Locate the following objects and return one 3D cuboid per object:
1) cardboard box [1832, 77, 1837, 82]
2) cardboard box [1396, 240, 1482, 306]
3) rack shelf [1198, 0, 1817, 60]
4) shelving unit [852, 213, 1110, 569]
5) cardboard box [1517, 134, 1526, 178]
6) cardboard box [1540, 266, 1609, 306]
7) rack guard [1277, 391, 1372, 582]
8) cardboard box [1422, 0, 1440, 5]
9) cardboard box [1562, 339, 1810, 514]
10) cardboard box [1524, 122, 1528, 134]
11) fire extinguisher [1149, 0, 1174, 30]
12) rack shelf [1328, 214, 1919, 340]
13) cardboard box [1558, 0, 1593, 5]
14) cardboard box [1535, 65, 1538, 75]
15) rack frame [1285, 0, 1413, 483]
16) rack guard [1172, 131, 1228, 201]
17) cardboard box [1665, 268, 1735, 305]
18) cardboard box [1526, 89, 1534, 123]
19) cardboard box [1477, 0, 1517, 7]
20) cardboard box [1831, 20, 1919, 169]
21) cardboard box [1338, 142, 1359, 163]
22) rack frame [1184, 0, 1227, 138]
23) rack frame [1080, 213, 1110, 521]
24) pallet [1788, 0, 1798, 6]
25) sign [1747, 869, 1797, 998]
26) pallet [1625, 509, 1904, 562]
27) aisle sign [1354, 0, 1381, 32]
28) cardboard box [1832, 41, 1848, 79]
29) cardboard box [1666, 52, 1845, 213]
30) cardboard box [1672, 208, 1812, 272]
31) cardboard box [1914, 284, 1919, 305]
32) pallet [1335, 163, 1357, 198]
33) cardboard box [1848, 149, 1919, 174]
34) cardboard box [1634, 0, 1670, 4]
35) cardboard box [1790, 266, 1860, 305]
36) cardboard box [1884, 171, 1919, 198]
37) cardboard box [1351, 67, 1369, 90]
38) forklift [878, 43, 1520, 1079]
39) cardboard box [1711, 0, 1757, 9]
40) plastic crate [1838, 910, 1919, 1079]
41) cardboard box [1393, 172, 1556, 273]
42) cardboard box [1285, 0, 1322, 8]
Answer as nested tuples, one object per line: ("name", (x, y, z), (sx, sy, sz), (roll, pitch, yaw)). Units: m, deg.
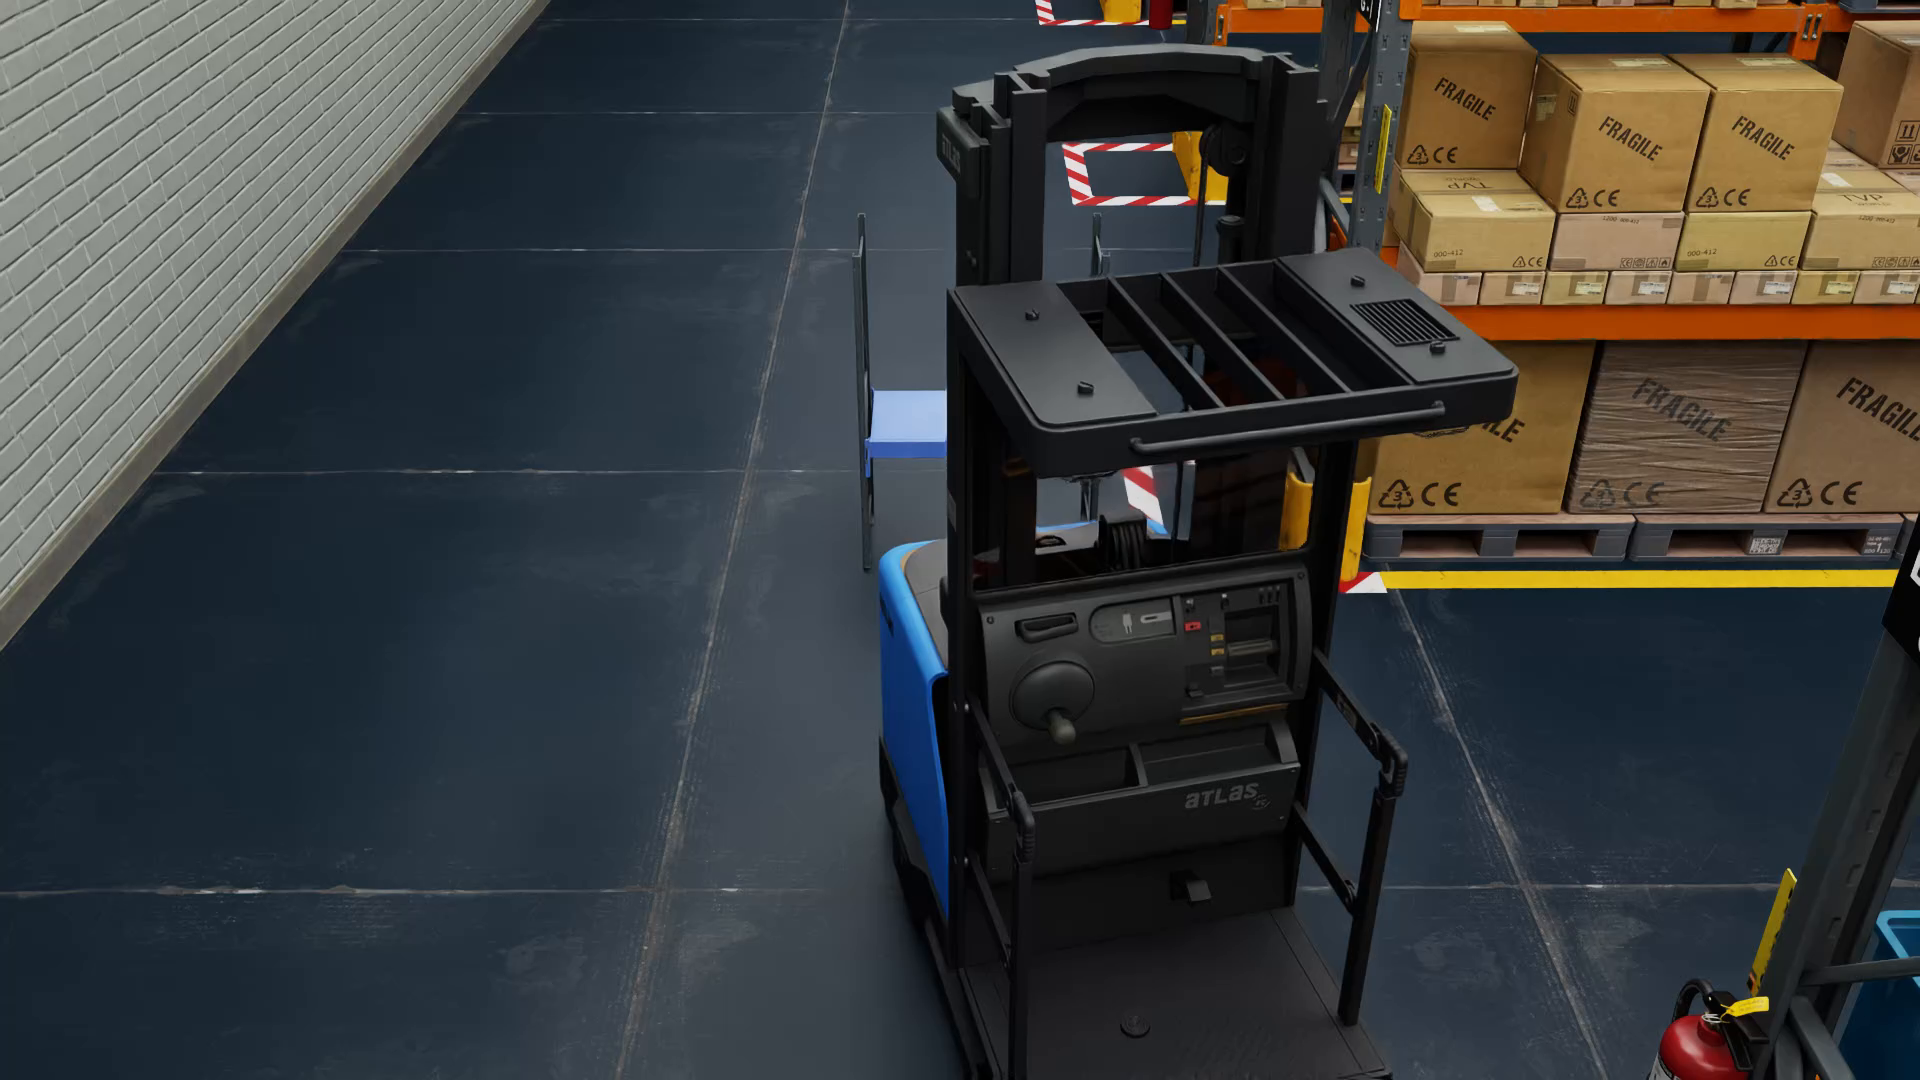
("cardboard box", (6.450, -2.958, 11.739), (0.500, 0.500, 0.500), (1, 31, 2))
("cardboard box", (1.995, -1.119, 6.945), (0.250, 0.149, 0.380), (0, 31, 0))
("rack shelf", (3.710, -3.669, 11.598), (4.000, 0.370, 1.077), (0, 31, 0))
("shelving unit", (0.085, -0.641, 7.361), (1.048, 1.500, 0.538), (0, 31, 0))
("cardboard box", (2.629, -1.600, 7.354), (0.500, 0.250, 0.500), (-1, 31, -1))
("cardboard box", (2.508, -1.122, 6.950), (0.250, 0.149, 0.380), (-1, 31, -1))
("rack guard", (1.614, -0.328, 7.809), (0.348, 0.500, 1.175), (0, 31, 0))
("cardboard box", (3.089, -3.749, 11.279), (0.250, 0.149, 0.380), (0, 31, -1))
("cardboard box", (3.188, -0.714, 7.679), (0.875, 0.875, 0.875), (0, 31, 0))
("cardboard box", (4.084, -2.936, 11.754), (0.250, 0.149, 0.380), (-2, 31, -3))
("fire extinguisher", (1.455, -4.016, 11.912), (0.183, 0.674, 0.296), (0, 31, 0))
("rack shelf", (3.638, -1.096, 7.357), (4.000, 0.370, 1.077), (0, 31, 0))
("cardboard box", (4.116, -3.748, 11.278), (0.250, 0.149, 0.380), (-1, 31, -1))
("cardboard box", (4.320, -3.336, 12.127), (0.250, 0.149, 0.380), (0, 31, 1))
("rack frame", (1.638, -1.397, 7.161), (0.127, 3.000, 1.000), (0, 31, 0))
("rack guard", (1.786, -2.901, 12.050), (0.348, 0.500, 1.175), (0, 31, 0))
("cardboard box", (3.023, -1.124, 6.952), (0.250, 0.149, 0.380), (-1, 31, -1))
("cardboard box", (4.051, -3.019, 11.604), (0.250, 0.149, 0.380), (-1, 31, -2))
("cardboard box", (3.595, -3.725, 11.240), (0.250, 0.149, 0.380), (1, 31, 2))
("cardboard box", (4.145, -1.923, 7.162), (0.500, 0.500, 0.500), (-1, 31, -2))
("cardboard box", (2.745, -2.814, 11.840), (0.250, 0.149, 0.380), (0, 31, 0))
("rack frame", (1.710, -3.970, 11.401), (0.127, 3.000, 1.000), (0, 31, 0))
("rack frame", (0.594, -0.643, 7.364), (0.032, 1.500, 0.500), (0, 31, 0))
("pallet", (7.573, -5.404, 16.454), (1.213, 0.211, 1.003), (0, 31, 0))
("sign", (1.649, 0.817, 3.354), (0.005, 0.325, 0.100), (0, 31, 0))
("pallet", (3.654, -0.250, 7.959), (1.213, 0.211, 1.003), (0, 31, 0))
("aisle sign", (1.568, -2.352, 6.229), (0.004, 0.787, 0.394), (0, 31, 0))
("cardboard box", (6.450, -3.279, 11.545), (0.500, 0.250, 0.500), (-1, 31, -2))
("cardboard box", (3.138, -1.648, 6.710), (0.500, 0.500, 0.500), (-1, 31, -2))
("cardboard box", (3.142, -1.326, 6.902), (0.500, 0.250, 0.500), (-1, 31, -2))
("cardboard box", (4.050, -1.127, 6.958), (0.250, 0.149, 0.380), (-1, 31, -1))
("pallet", (2.598, -2.762, 12.099), (1.213, 0.211, 1.003), (0, 31, 0))
("cardboard box", (4.152, -1.603, 7.359), (0.500, 0.250, 0.500), (1, 31, 1))
("cardboard box", (4.643, -3.760, 11.298), (0.250, 0.149, 0.380), (-1, 31, -2))
("cardboard box", (3.533, -1.125, 6.954), (0.250, 0.149, 0.380), (-1, 31, -2))
("cardboard box", (4.171, -1.330, 6.909), (0.500, 0.250, 0.500), (0, 31, 1))
("cardboard box", (3.007, -3.324, 12.106), (0.250, 0.149, 0.380), (-1, 31, -2))
("forklift", (0.568, 0.363, 4.326), (1.130, 2.935, 3.031), (-8, 32, -12))
("cardboard box", (5.168, -3.695, 11.191), (0.250, 0.149, 0.380), (-1, 31, -2))
("plastic crate", (2.002, 1.034, 3.063), (0.499, 0.435, 0.616), (0, 31, 0))
("cardboard box", (2.120, -1.321, 6.894), (0.500, 0.250, 0.500), (-1, 31, -2))
("cardboard box", (2.290, -3.716, 11.225), (0.250, 0.149, 0.380), (1, 31, 1))
